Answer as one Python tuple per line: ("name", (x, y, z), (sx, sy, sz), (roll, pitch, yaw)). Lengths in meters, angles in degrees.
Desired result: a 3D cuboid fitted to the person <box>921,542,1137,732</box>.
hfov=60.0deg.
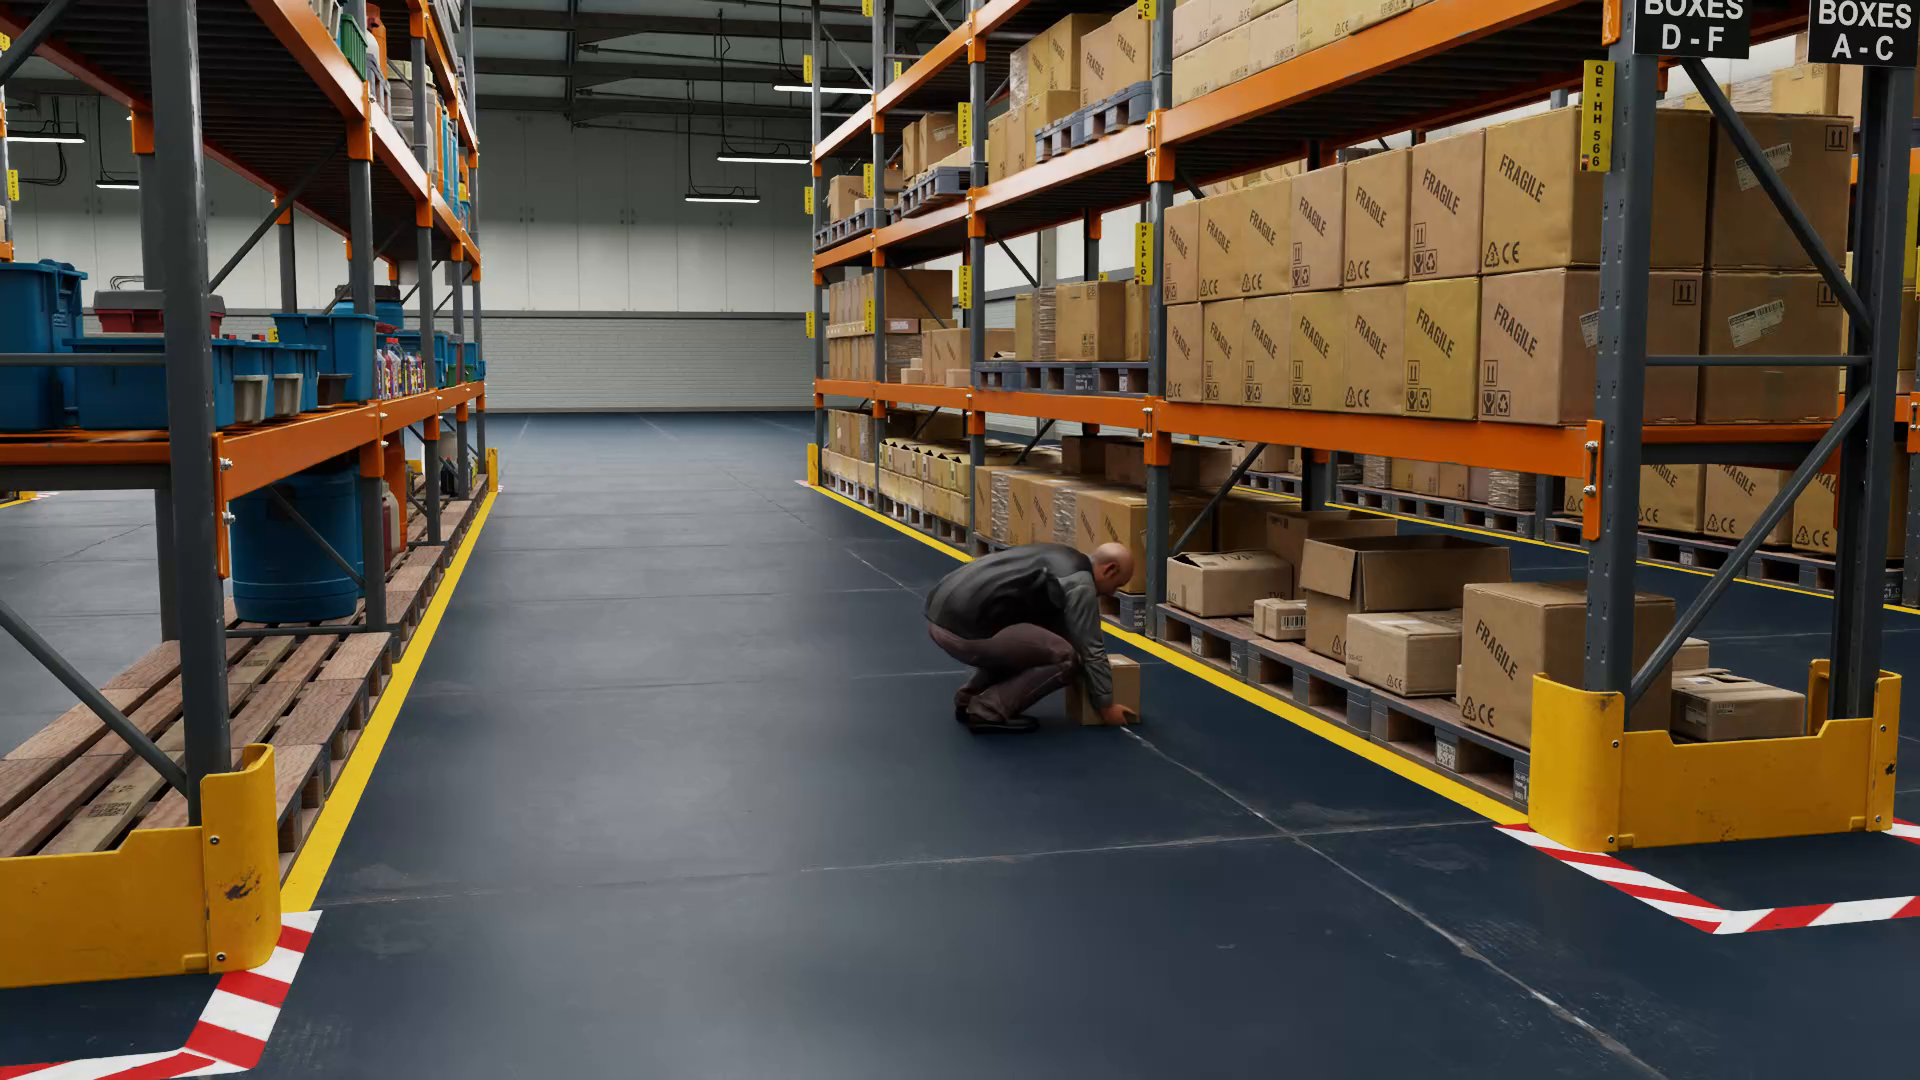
("person", (0.305, 0.425, 6.966), (0.919, 0.823, 0.518), (-2, 6, -15))
